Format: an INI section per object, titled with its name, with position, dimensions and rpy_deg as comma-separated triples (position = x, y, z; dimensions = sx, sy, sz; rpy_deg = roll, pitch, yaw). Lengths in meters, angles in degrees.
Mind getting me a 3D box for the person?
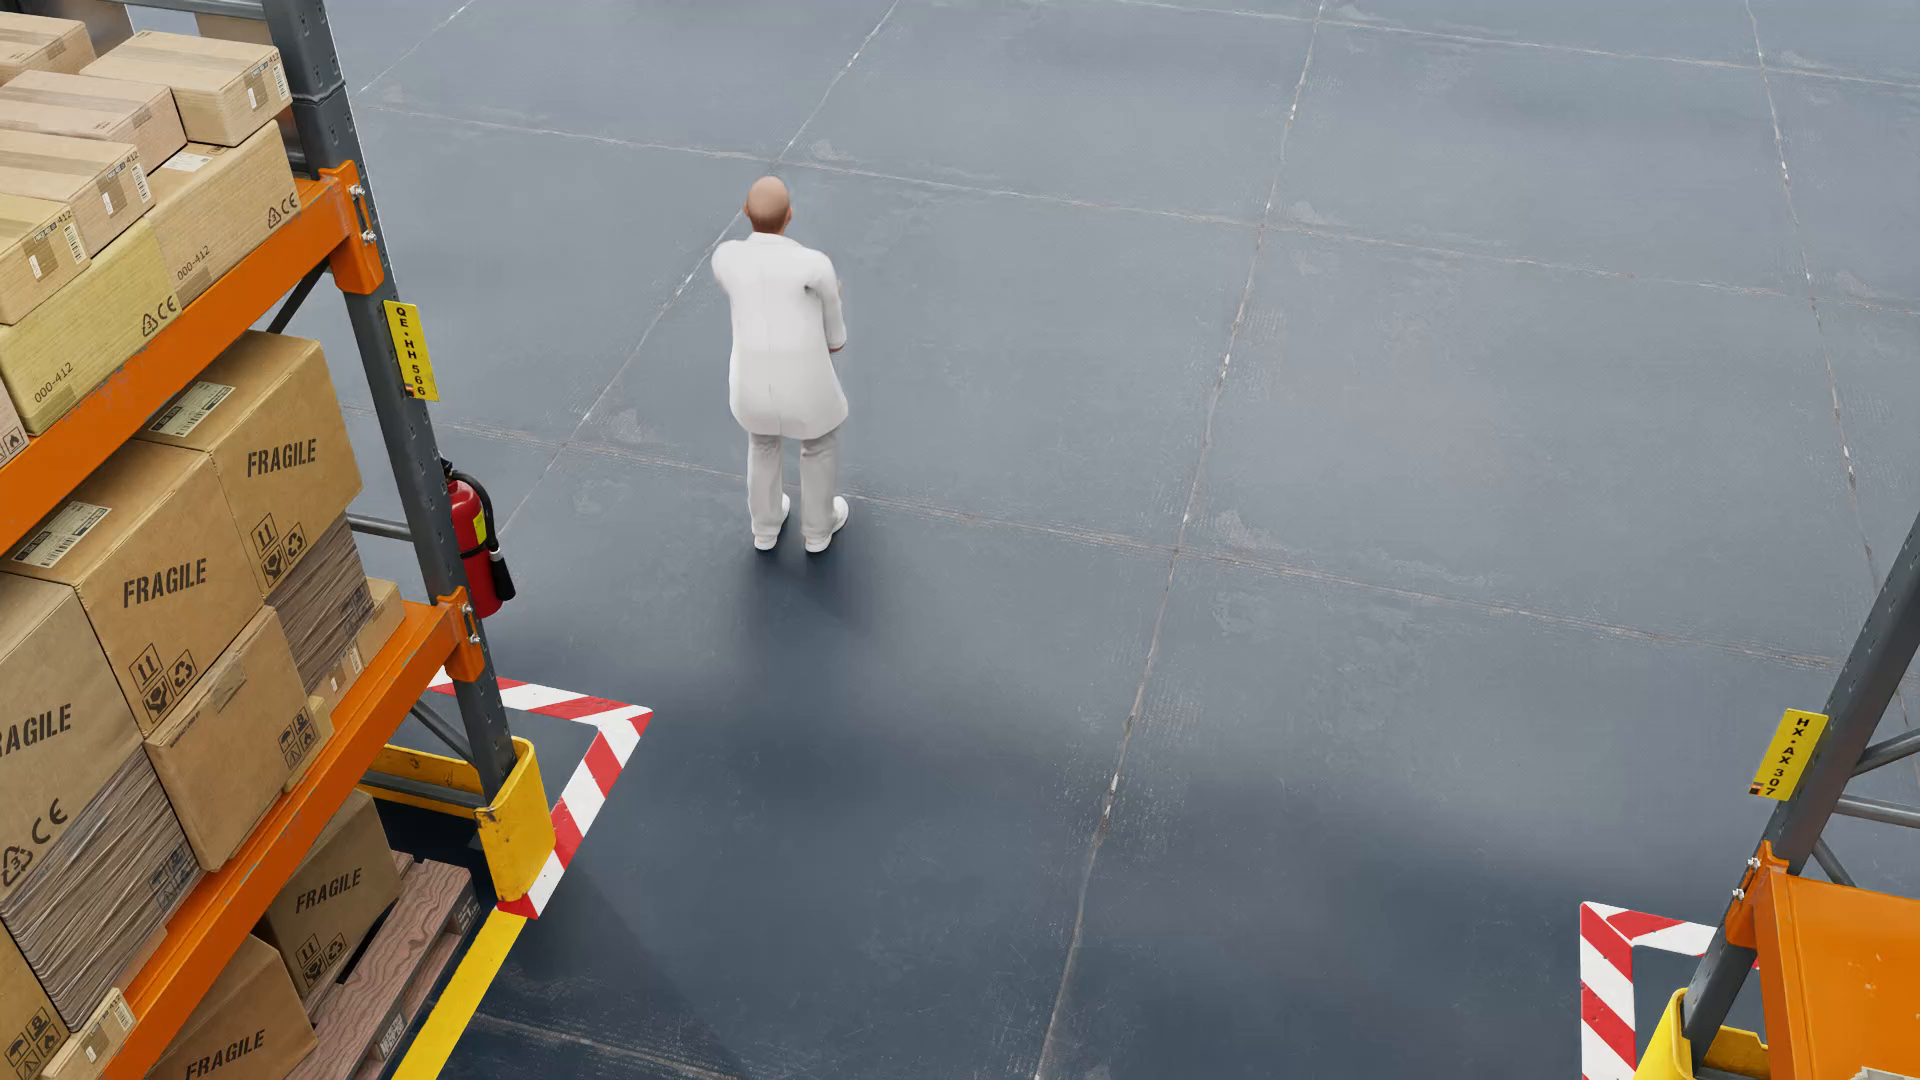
[person]
position = -0.719, -0.756, 7.061
dimensions = 0.526, 1.778, 0.566
rpy_deg = 9, 41, 11
